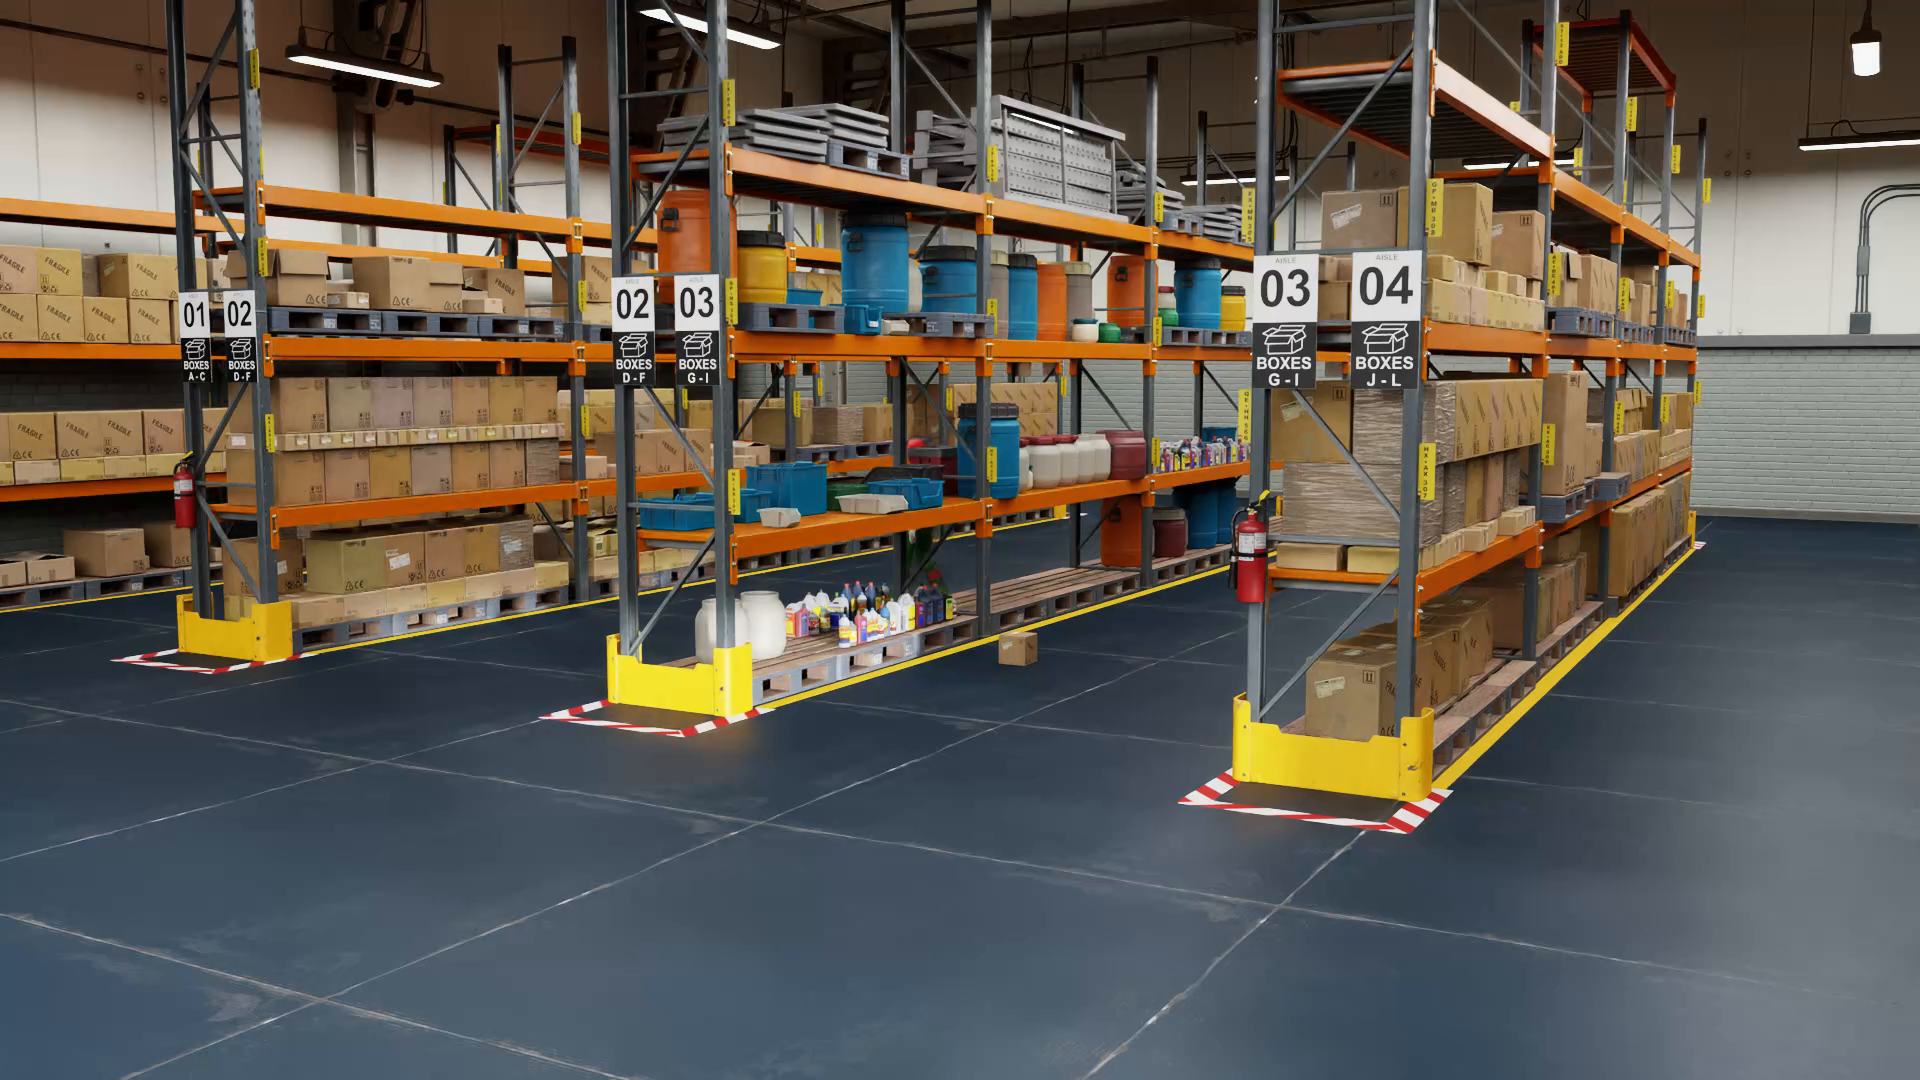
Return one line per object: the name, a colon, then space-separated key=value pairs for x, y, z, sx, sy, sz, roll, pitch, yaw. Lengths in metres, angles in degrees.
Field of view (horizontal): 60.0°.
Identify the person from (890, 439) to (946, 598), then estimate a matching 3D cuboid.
person: x=-0.494 y=-0.172 z=17.158 sx=0.842 sy=1.750 sz=0.630 roll=3 pitch=7 yaw=30
